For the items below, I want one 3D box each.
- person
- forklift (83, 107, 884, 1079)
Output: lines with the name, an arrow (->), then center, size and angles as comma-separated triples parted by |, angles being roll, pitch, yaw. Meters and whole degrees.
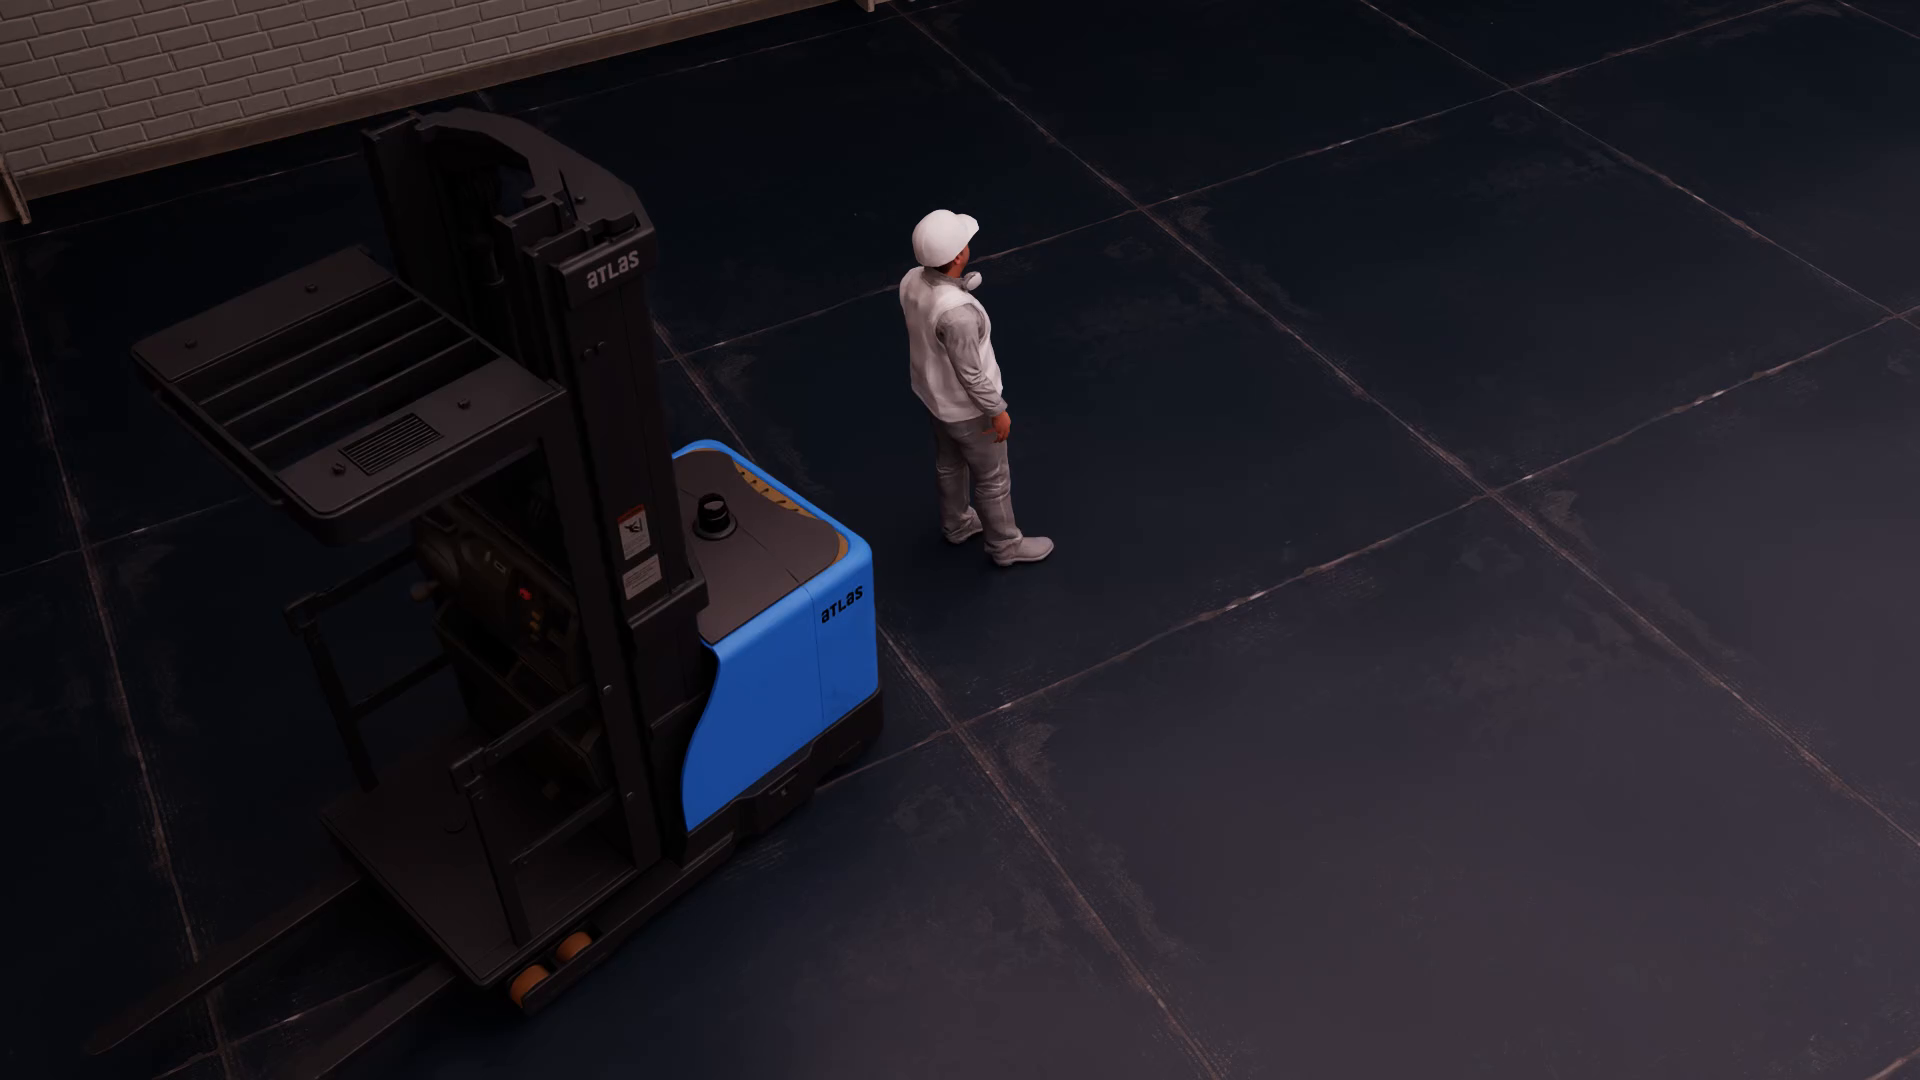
person -> 0.058, -0.672, 7.262 | 0.568, 1.773, 0.632 | -21, 47, -21
forklift -> -1.700, 0.228, 5.451 | 1.130, 2.935, 3.031 | 33, 52, 31
